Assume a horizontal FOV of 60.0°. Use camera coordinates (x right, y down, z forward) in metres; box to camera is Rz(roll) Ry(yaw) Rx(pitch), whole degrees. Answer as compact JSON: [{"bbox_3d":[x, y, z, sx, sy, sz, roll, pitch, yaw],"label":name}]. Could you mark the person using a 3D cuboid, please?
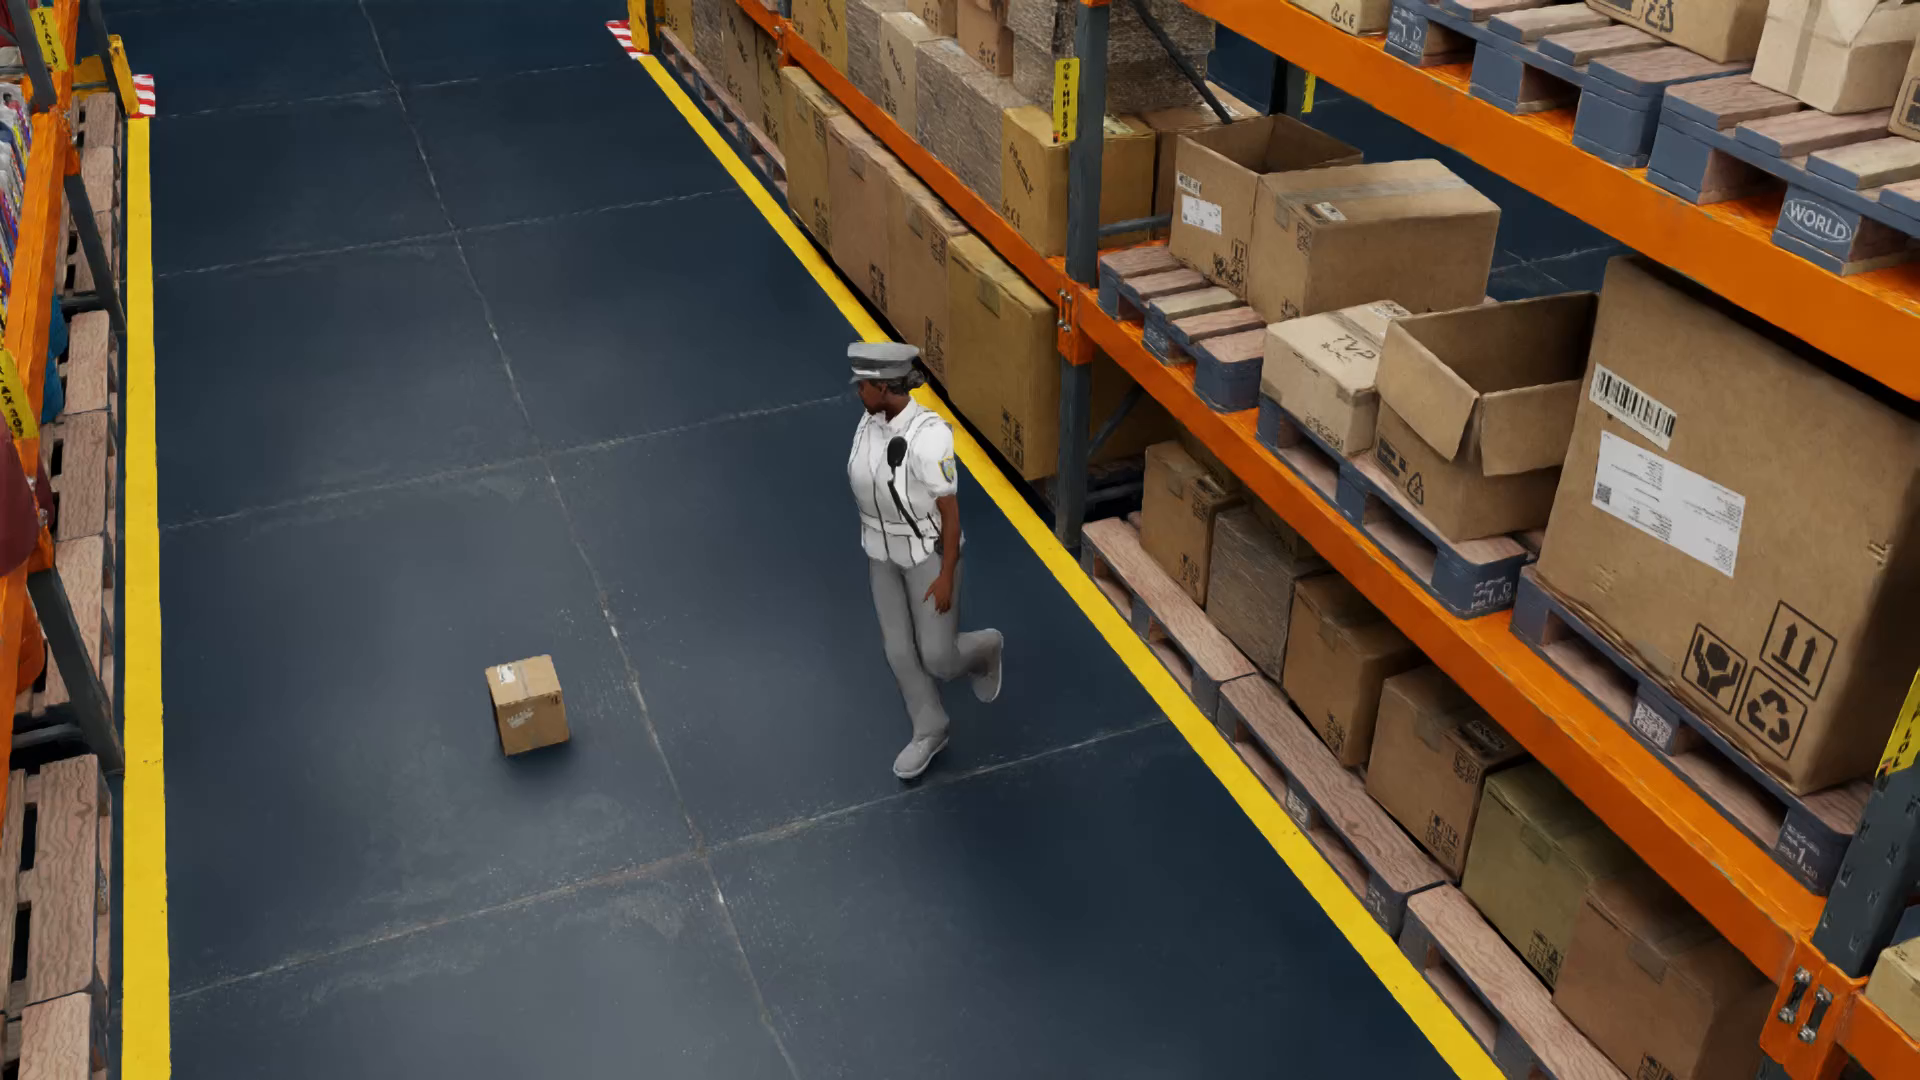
[{"bbox_3d":[-0.156,0.052,6.096,0.540,1.621,0.605,24,40,31],"label":"person"}]
